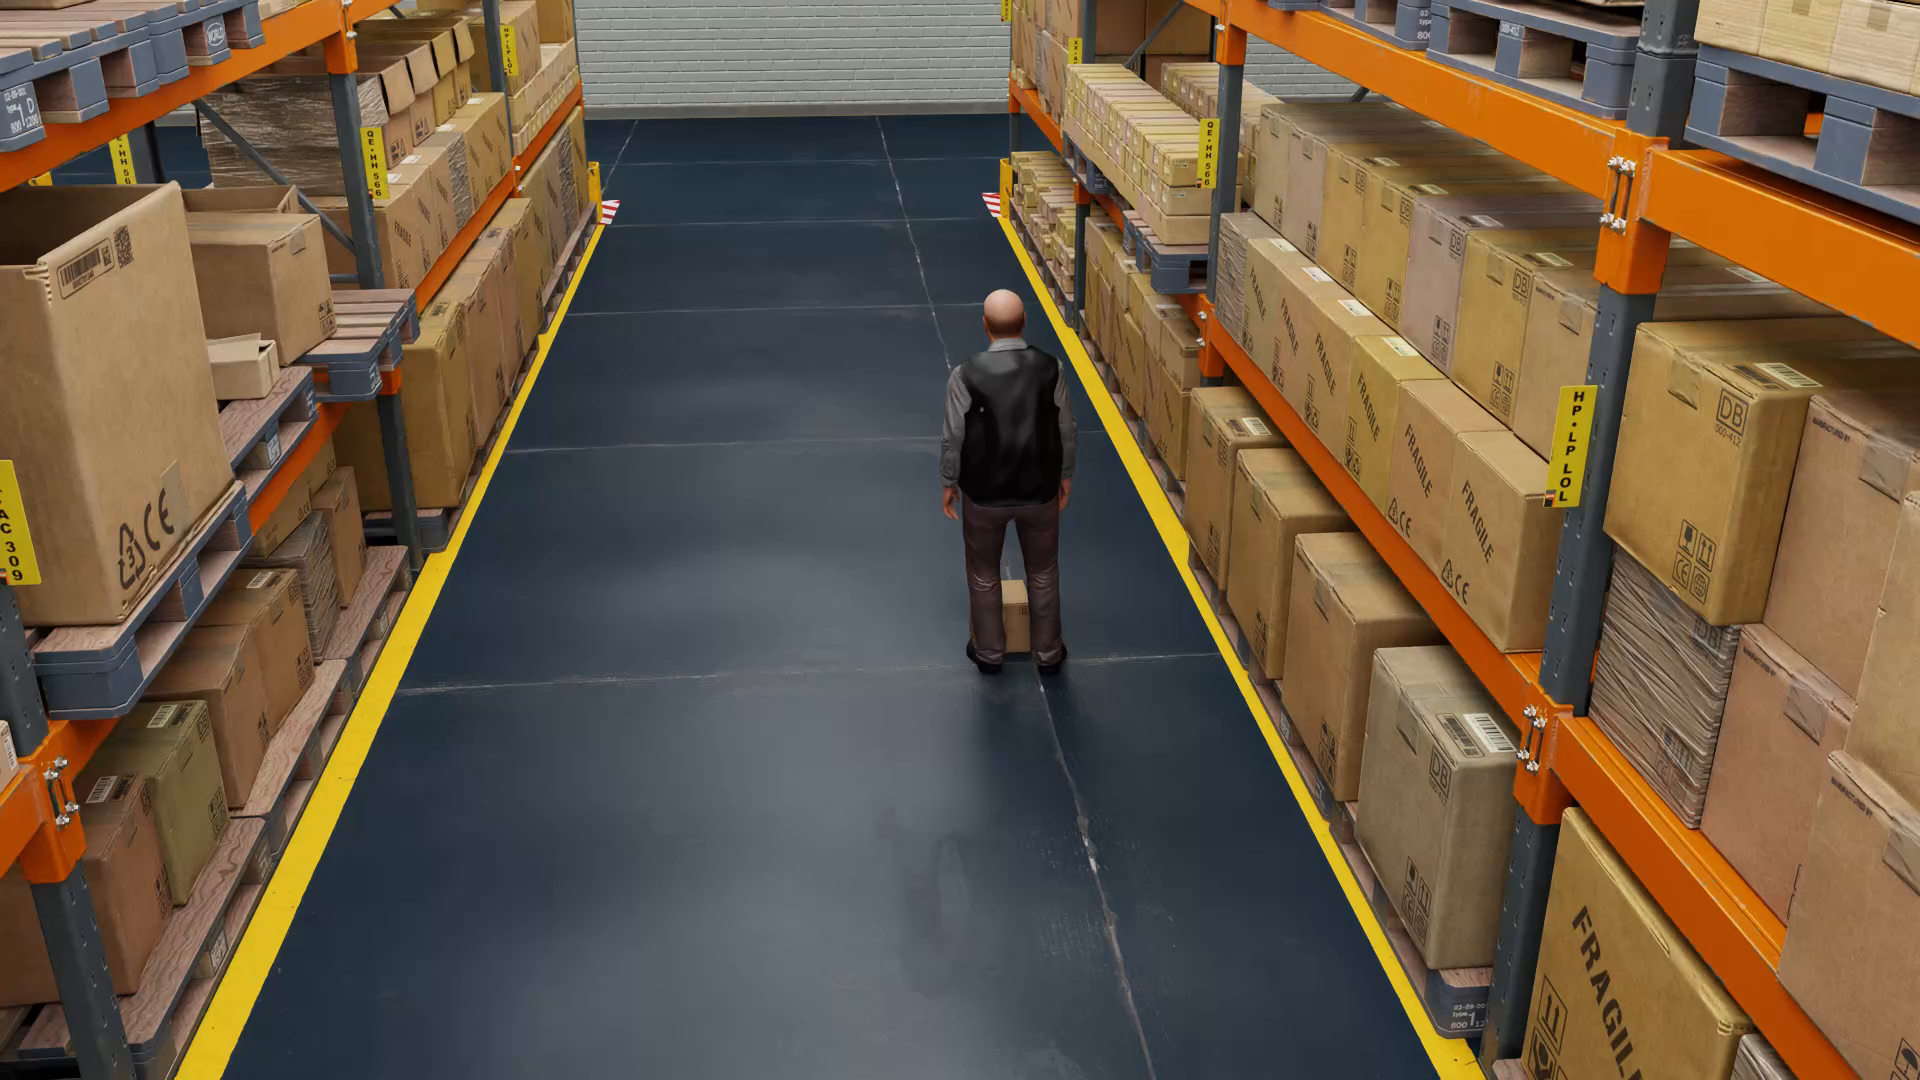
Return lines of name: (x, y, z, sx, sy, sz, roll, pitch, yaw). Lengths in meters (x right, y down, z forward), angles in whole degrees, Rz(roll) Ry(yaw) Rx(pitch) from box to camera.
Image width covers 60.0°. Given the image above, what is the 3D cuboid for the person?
person: (0.207, -0.219, 7.132, 0.594, 1.722, 0.469, -4, 24, -8)
